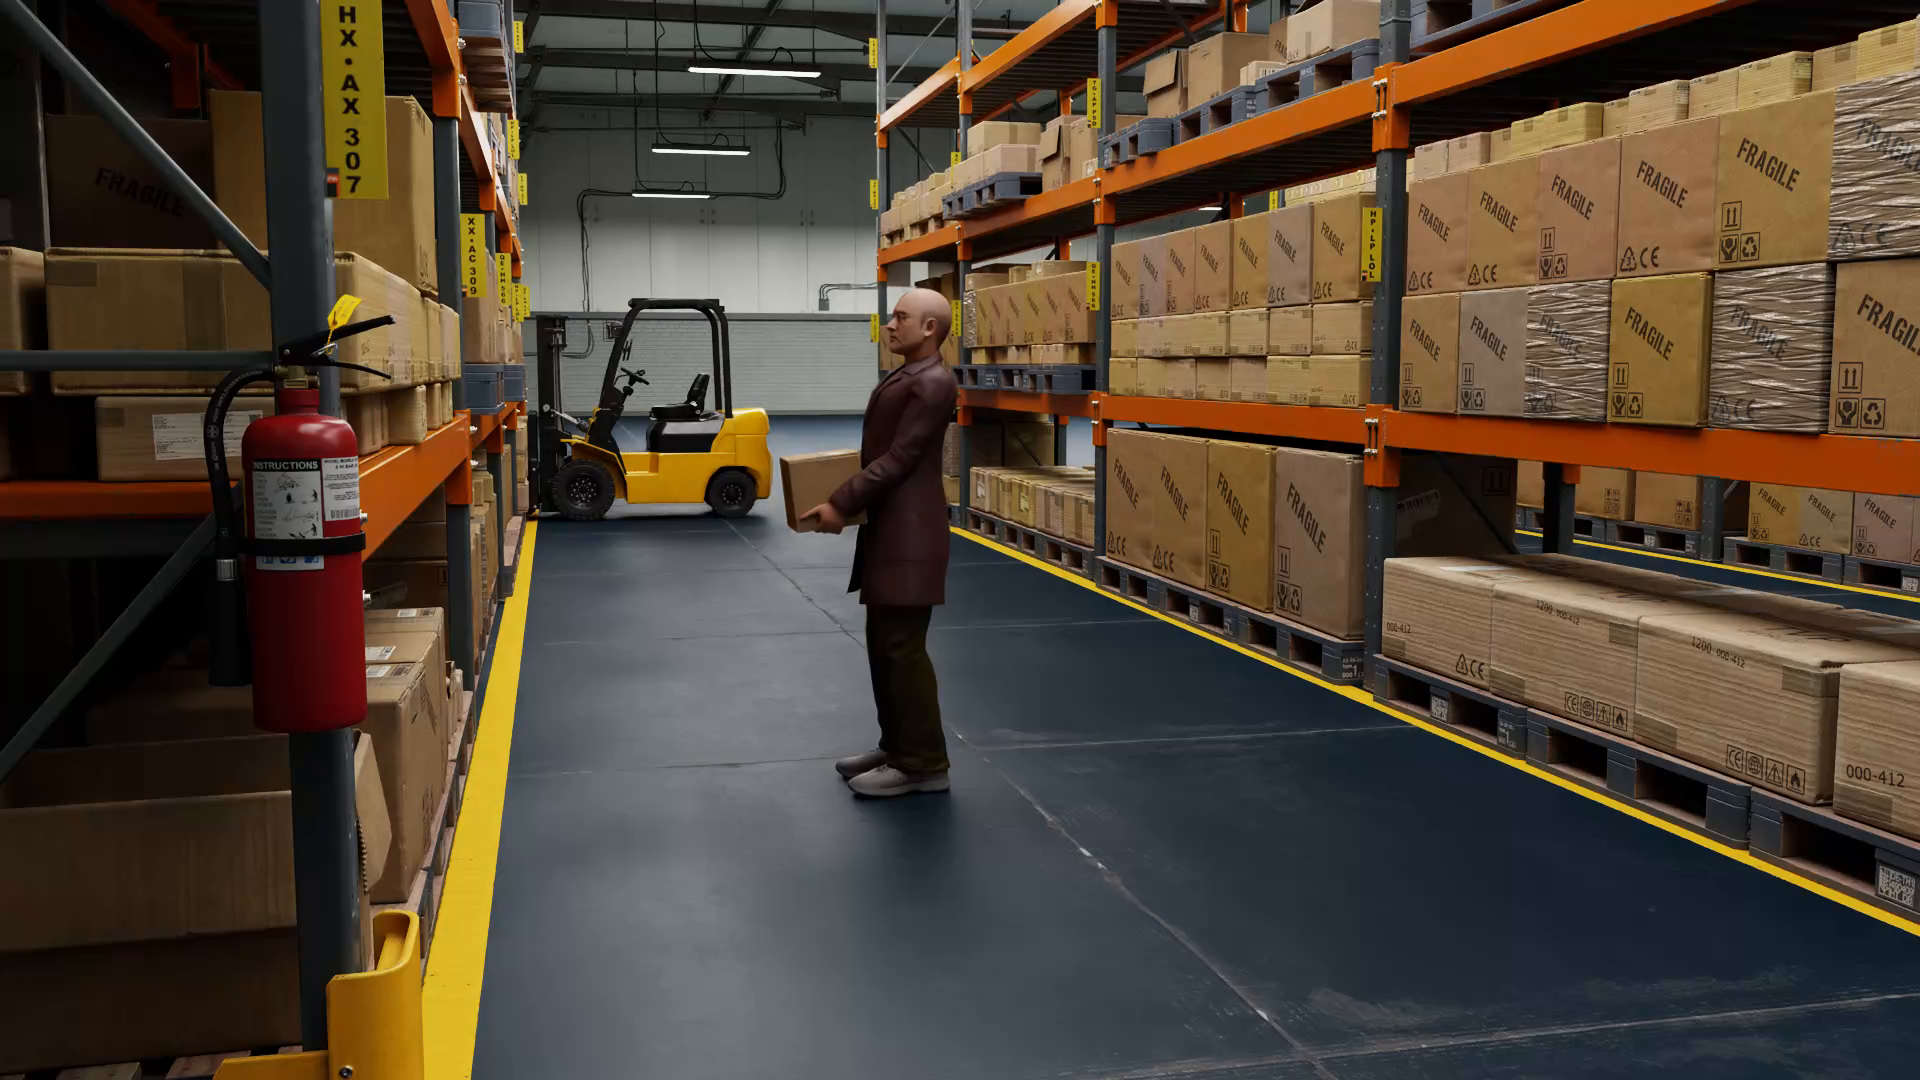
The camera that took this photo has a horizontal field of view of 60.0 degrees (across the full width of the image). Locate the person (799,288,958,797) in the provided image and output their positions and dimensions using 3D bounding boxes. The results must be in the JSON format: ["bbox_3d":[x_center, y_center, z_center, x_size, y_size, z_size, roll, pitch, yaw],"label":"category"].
[{"bbox_3d":[-0.302,0.003,5.880,0.563,1.770,0.530,-1,6,-13],"label":"person"}]
